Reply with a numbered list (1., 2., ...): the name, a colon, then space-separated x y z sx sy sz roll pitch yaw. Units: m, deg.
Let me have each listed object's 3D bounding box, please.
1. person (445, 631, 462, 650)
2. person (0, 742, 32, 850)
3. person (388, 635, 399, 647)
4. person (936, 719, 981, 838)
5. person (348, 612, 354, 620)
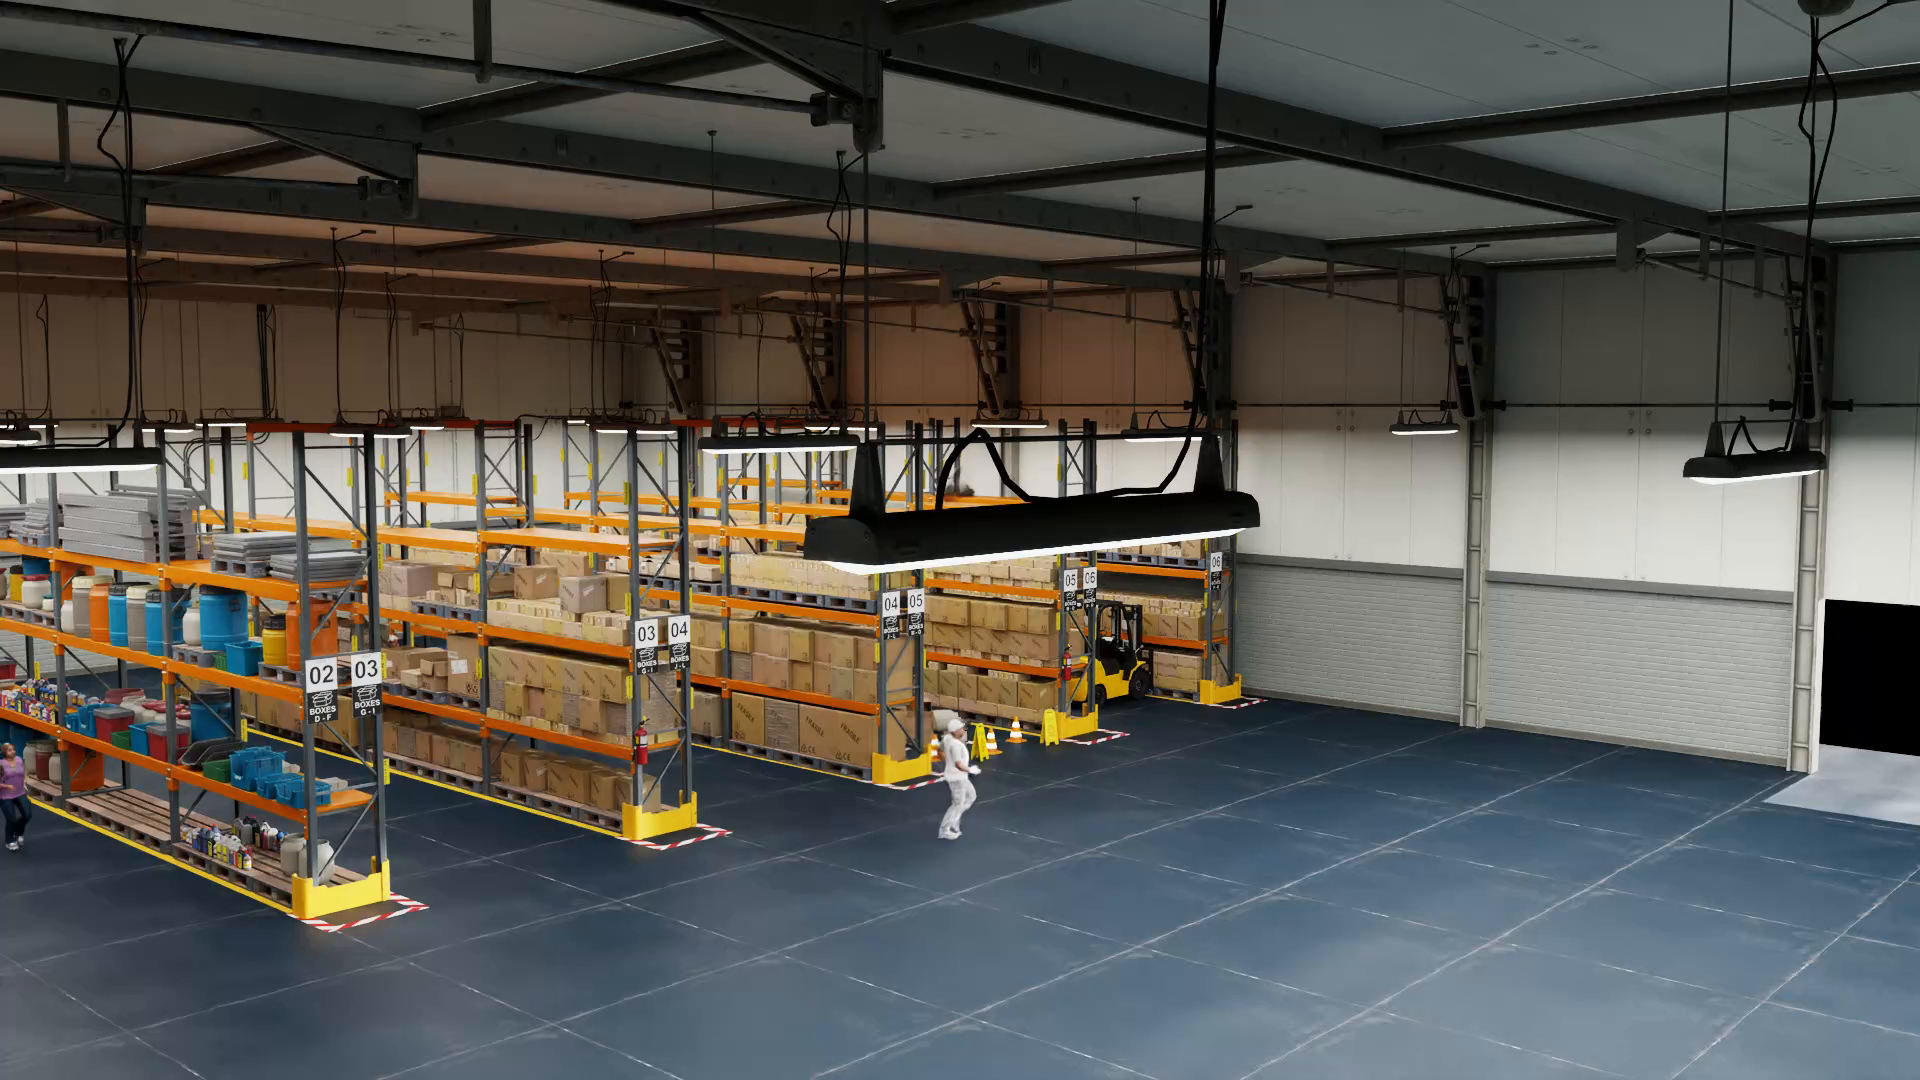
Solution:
1. person: -10.293 2.706 34.305 0.651 1.639 0.555 4 6 39
2. person: -13.348 3.621 23.463 0.586 1.558 0.508 4 6 38
3. person: -11.287 2.762 33.126 0.607 1.741 0.662 3 6 34
4. person: -0.019 3.465 24.263 0.614 1.740 0.686 -1 5 -10
5. person: -14.055 2.407 38.471 0.522 1.619 0.688 1 5 6
